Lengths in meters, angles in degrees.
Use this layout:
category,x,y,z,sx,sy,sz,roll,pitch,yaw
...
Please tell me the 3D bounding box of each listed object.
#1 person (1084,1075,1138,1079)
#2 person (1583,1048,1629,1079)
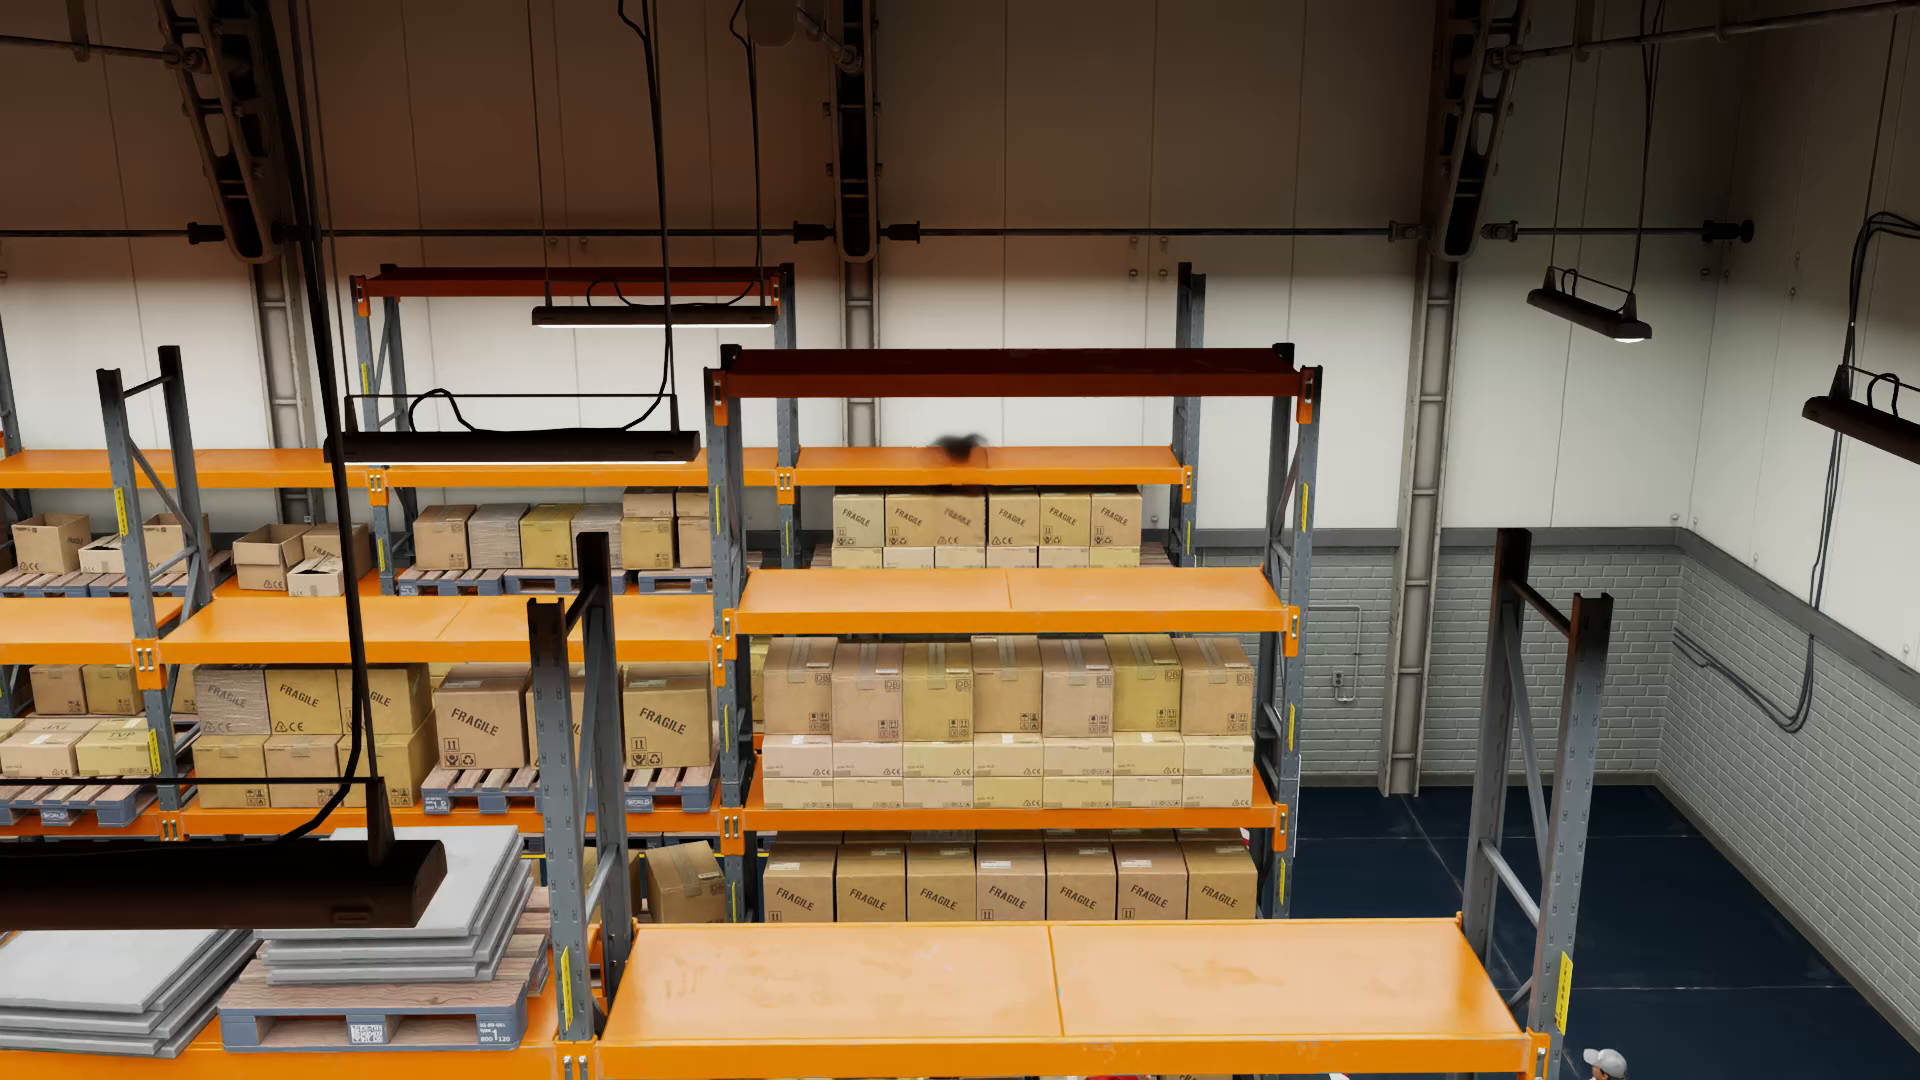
category,x,y,z,sx,sy,sz,roll,pitch,yaw
person,0.954,4.139,11.339,0.589,1.736,0.445,-14,21,-40
person,4.313,4.147,11.360,1.005,1.589,0.577,0,16,-2
